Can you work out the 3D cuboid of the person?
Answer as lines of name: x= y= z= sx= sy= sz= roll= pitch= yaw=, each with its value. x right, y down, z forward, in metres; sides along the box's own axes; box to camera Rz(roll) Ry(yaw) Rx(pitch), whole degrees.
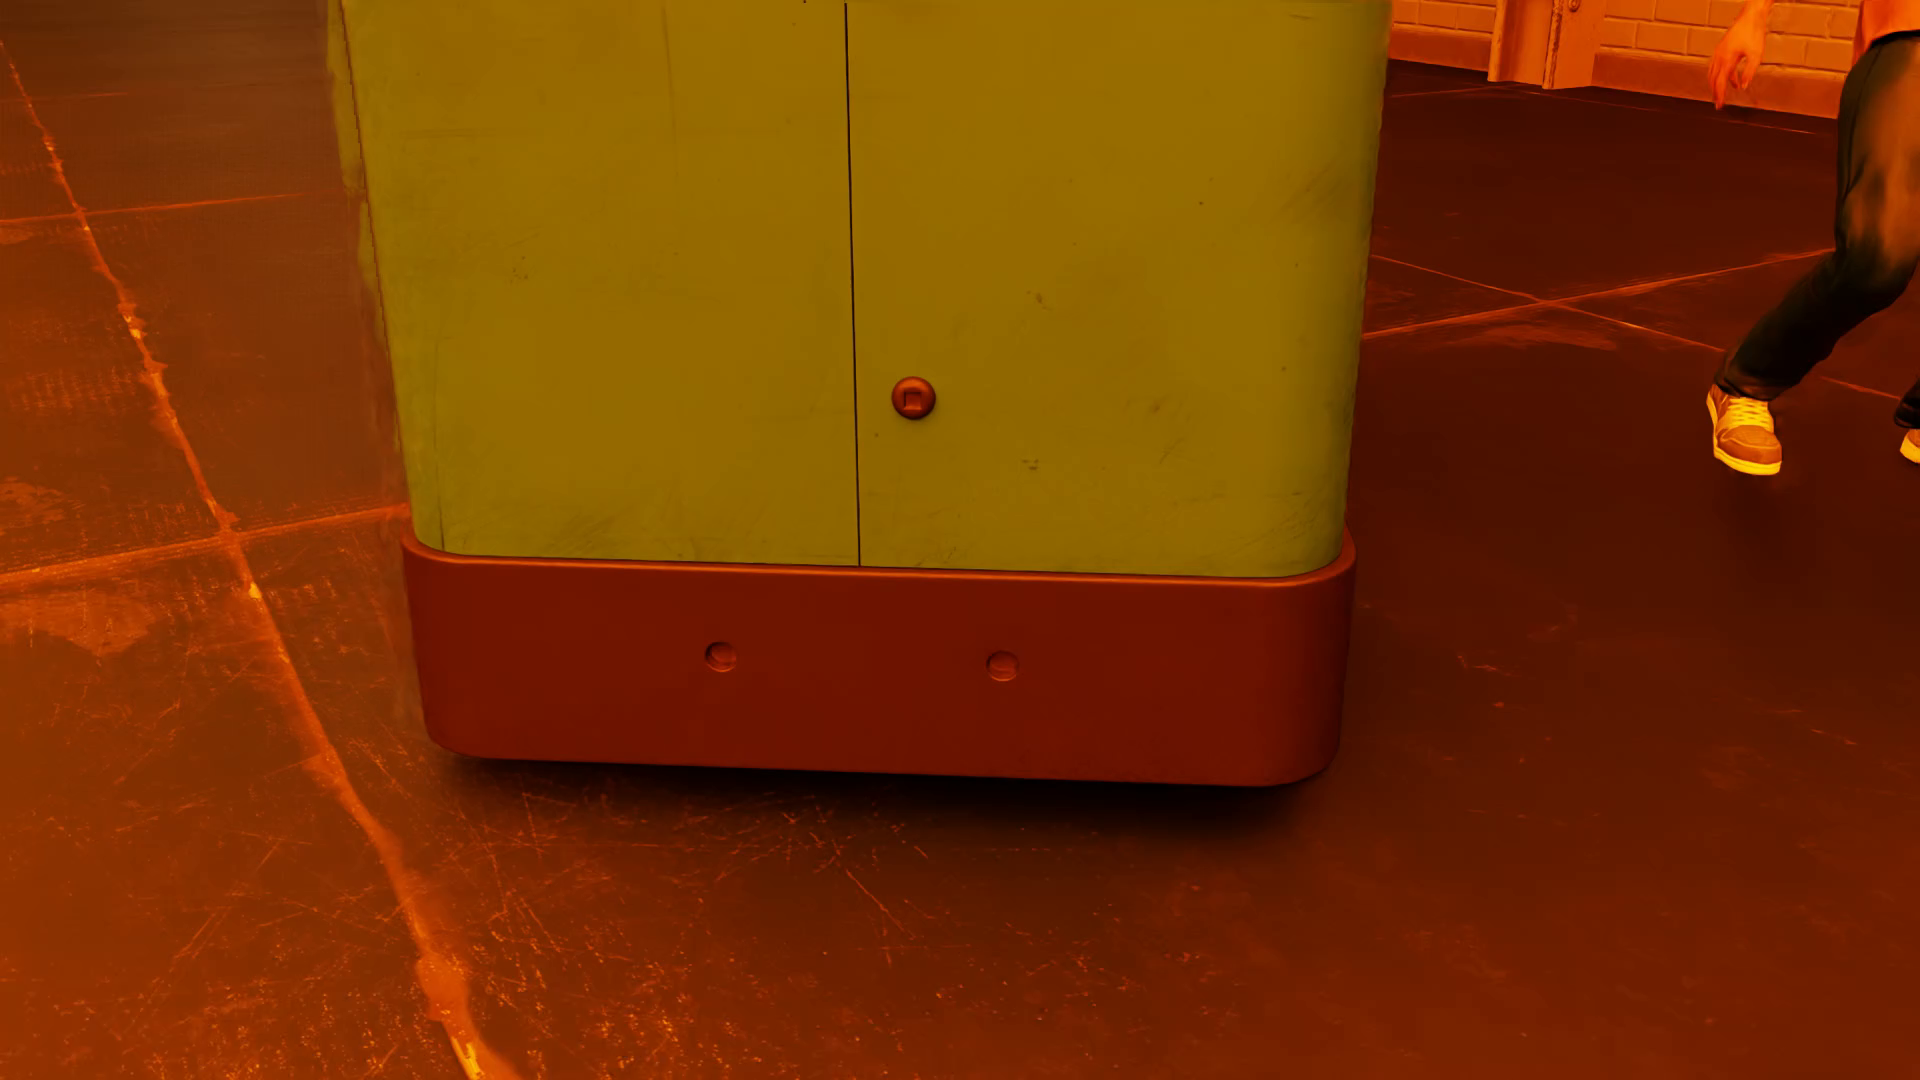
person: x=1.503 y=-0.783 z=2.562 sx=0.751 sy=1.519 sz=0.449 roll=-2 pitch=22 yaw=-4

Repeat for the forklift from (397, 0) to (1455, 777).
forklift: x=-0.052 y=-1.608 z=2.691 sx=1.130 sy=2.935 sz=3.031 roll=0 pitch=22 yaw=-1
